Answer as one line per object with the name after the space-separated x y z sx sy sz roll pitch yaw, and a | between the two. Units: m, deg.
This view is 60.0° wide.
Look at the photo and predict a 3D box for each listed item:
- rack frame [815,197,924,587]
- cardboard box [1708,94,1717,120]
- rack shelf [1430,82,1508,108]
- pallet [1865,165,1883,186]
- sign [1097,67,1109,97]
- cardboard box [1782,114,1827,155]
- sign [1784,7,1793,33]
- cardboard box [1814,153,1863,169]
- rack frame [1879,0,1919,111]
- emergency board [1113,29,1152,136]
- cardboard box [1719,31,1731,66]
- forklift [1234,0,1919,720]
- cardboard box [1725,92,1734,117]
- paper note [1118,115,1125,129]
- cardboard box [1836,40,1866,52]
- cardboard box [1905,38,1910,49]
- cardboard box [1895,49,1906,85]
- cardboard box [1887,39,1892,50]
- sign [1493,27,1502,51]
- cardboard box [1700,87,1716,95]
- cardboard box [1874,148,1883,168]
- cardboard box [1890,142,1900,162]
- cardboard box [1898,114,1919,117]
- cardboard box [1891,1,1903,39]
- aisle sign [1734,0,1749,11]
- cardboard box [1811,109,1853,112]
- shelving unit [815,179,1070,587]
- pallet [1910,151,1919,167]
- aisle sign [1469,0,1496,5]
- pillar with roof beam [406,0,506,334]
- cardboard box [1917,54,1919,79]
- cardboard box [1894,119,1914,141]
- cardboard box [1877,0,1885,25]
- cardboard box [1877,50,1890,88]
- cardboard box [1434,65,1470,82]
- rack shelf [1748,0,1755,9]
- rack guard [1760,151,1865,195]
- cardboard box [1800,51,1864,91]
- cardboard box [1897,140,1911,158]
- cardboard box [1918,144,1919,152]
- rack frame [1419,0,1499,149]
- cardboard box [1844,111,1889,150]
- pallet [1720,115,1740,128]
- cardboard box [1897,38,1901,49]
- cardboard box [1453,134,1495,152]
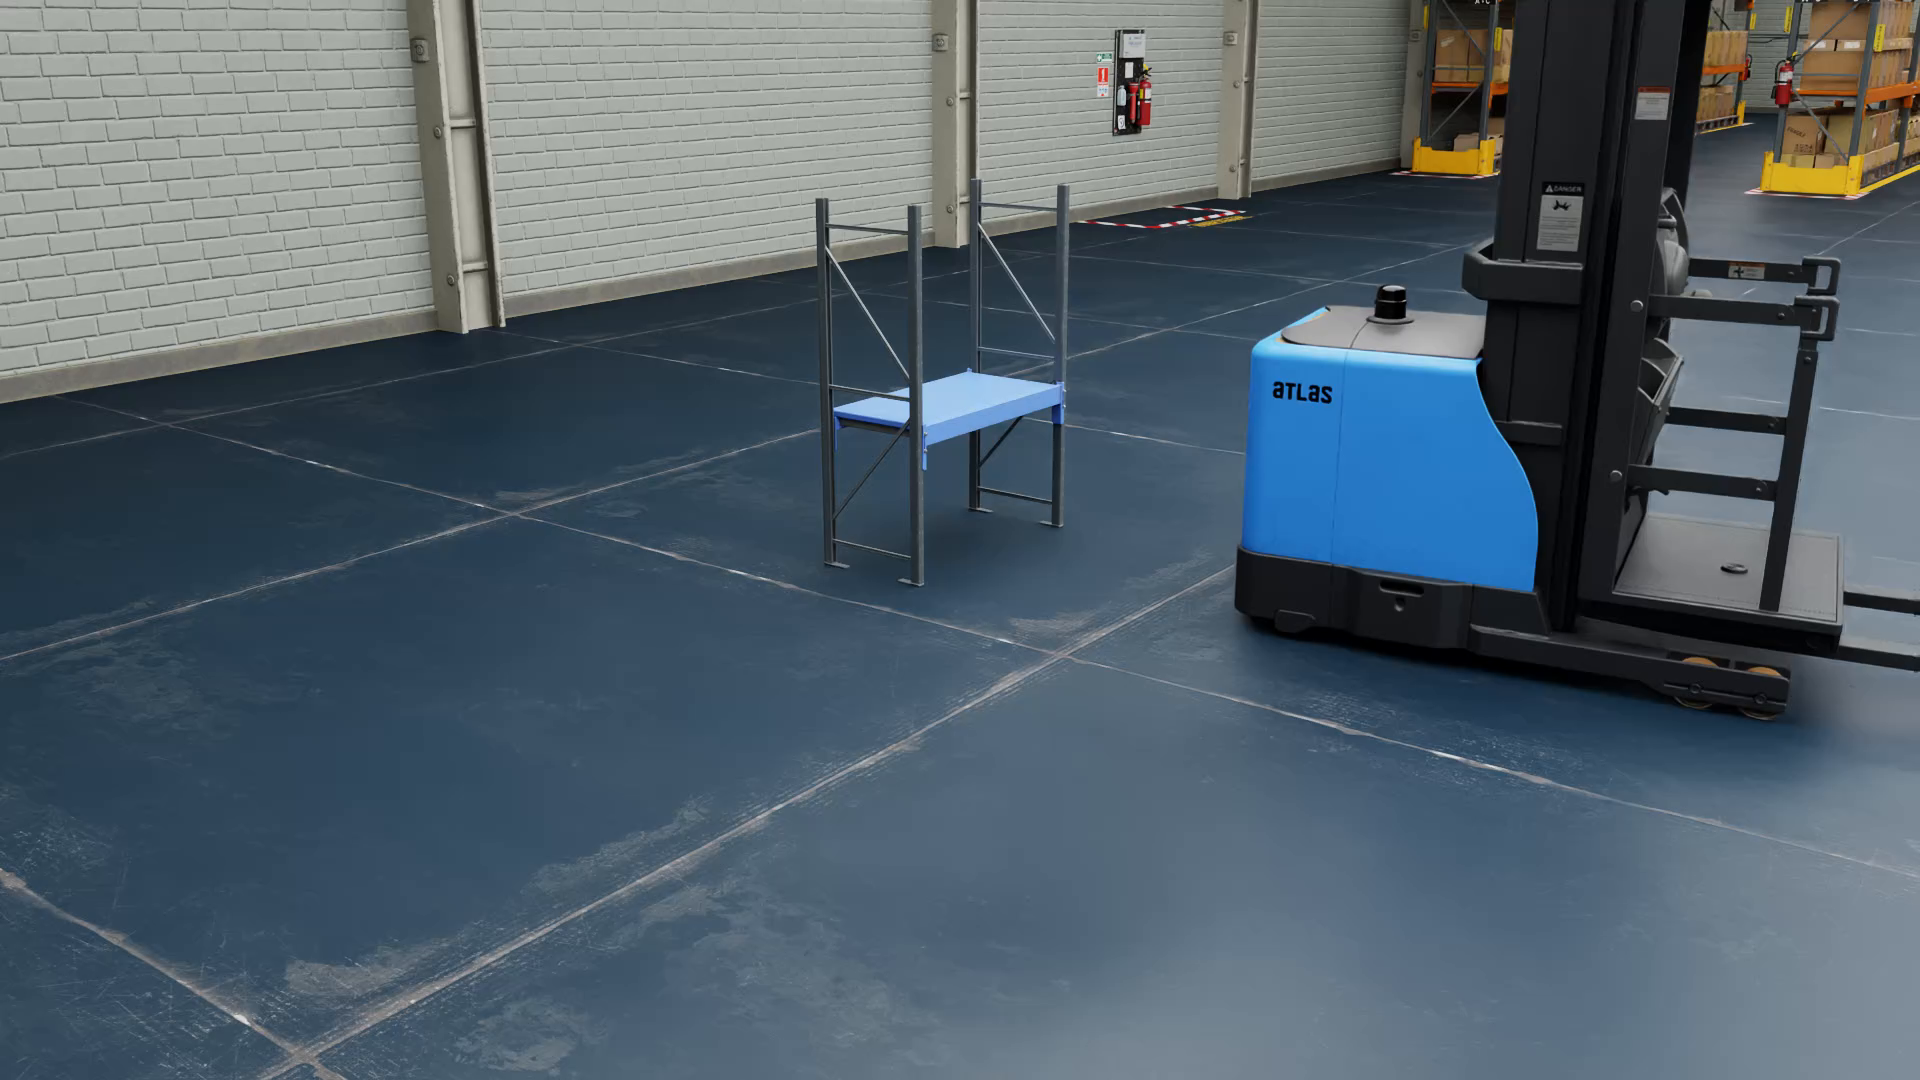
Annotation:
-0.354 -0.575 6.566 0.500 1.500 0.032 12 21 35 | rack frame
15.674 -9.238 35.440 0.700 0.500 0.500 13 21 36 | cardboard box
8.578 -7.105 26.278 1.077 0.370 4.000 12 21 35 | rack shelf
12.517 -5.245 23.777 1.003 0.211 1.213 12 21 35 | pallet
1.619 -5.184 18.820 0.001 0.329 0.234 12 21 35 | sign
11.448 -5.523 22.636 0.500 0.500 0.500 12 21 35 | cardboard box
10.940 -6.863 21.934 0.100 0.325 0.005 12 21 35 | sign
11.865 -5.073 22.452 0.500 0.250 0.500 12 21 35 | cardboard box
16.134 -8.003 27.957 1.000 3.000 0.127 12 21 35 | rack frame
2.031 -5.281 19.191 0.194 1.169 0.643 12 21 35 | emergency board
15.738 -10.448 35.324 0.980 0.700 0.700 11 20 32 | cardboard box
2.572 -0.999 5.519 3.031 2.935 1.130 9 19 26 | forklift
16.583 -9.605 36.624 0.700 0.500 0.500 12 21 35 | cardboard box
1.870 -4.830 19.225 0.016 0.148 0.142 12 21 35 | paper note
11.774 -6.511 21.889 0.380 0.149 0.250 12 21 34 | cardboard box
13.612 -7.247 24.259 0.380 0.149 0.250 12 21 34 | cardboard box
13.491 -6.991 24.531 0.700 0.500 0.500 12 21 33 | cardboard box
12.691 -6.877 23.067 0.380 0.149 0.250 13 21 35 | cardboard box
7.823 -7.290 24.200 0.100 0.325 0.005 12 21 35 | sign
15.726 -9.480 35.128 0.380 0.149 0.250 12 21 33 | cardboard box
12.761 -5.430 23.601 0.500 0.250 0.500 12 21 35 | cardboard box
13.650 -5.789 24.755 0.500 0.250 0.500 12 21 35 | cardboard box
15.112 -6.626 26.507 0.500 0.311 0.500 13 22 36 | cardboard box
12.892 -7.371 23.566 0.700 0.500 0.500 12 21 35 | cardboard box
17.204 -11.989 36.408 0.394 0.787 0.004 12 21 35 | aisle sign
12.627 -6.003 24.179 0.500 0.500 0.500 12 21 35 | cardboard box
-0.051 -0.696 6.956 0.538 1.500 1.048 12 21 35 | shelving unit
14.885 -6.193 26.830 1.003 0.211 1.213 12 21 35 | pallet
7.585 -8.143 24.026 0.394 0.787 0.004 12 21 35 | aisle sign
-0.159 -5.109 8.521 9.100 9.000 0.400 12 21 35 | pillar with roof beam
14.834 -7.523 26.242 0.500 0.500 0.500 12 21 35 | cardboard box
14.197 -6.260 25.327 0.500 0.311 0.500 13 21 35 | cardboard box
11.996 -7.013 22.412 0.700 0.500 0.500 12 21 33 | cardboard box
12.576 -6.623 23.346 0.700 0.500 0.500 13 22 36 | cardboard box
7.510 -7.056 25.125 0.500 0.250 0.500 13 21 35 | cardboard box
15.728 -11.396 35.037 1.077 0.370 4.000 12 21 35 | rack shelf
11.353 -4.898 22.174 1.175 0.500 0.348 12 21 35 | rack guard
11.656 -6.254 22.157 0.700 0.500 0.500 12 21 35 | cardboard box
14.190 -5.990 25.403 0.500 0.250 0.500 12 21 33 | cardboard box
15.106 -6.356 26.583 0.500 0.250 0.500 13 21 36 | cardboard box
7.387 -6.972 24.637 1.000 3.000 0.127 12 21 35 | rack frame
12.761 -5.788 23.489 0.500 0.500 0.500 12 21 35 | cardboard box
16.507 -9.247 36.665 1.003 0.211 1.213 12 21 35 | pallet
13.153 -7.063 23.668 0.380 0.149 0.250 12 21 34 | cardboard box
7.871 -6.047 25.450 0.500 0.311 0.500 10 20 29 | cardboard box
